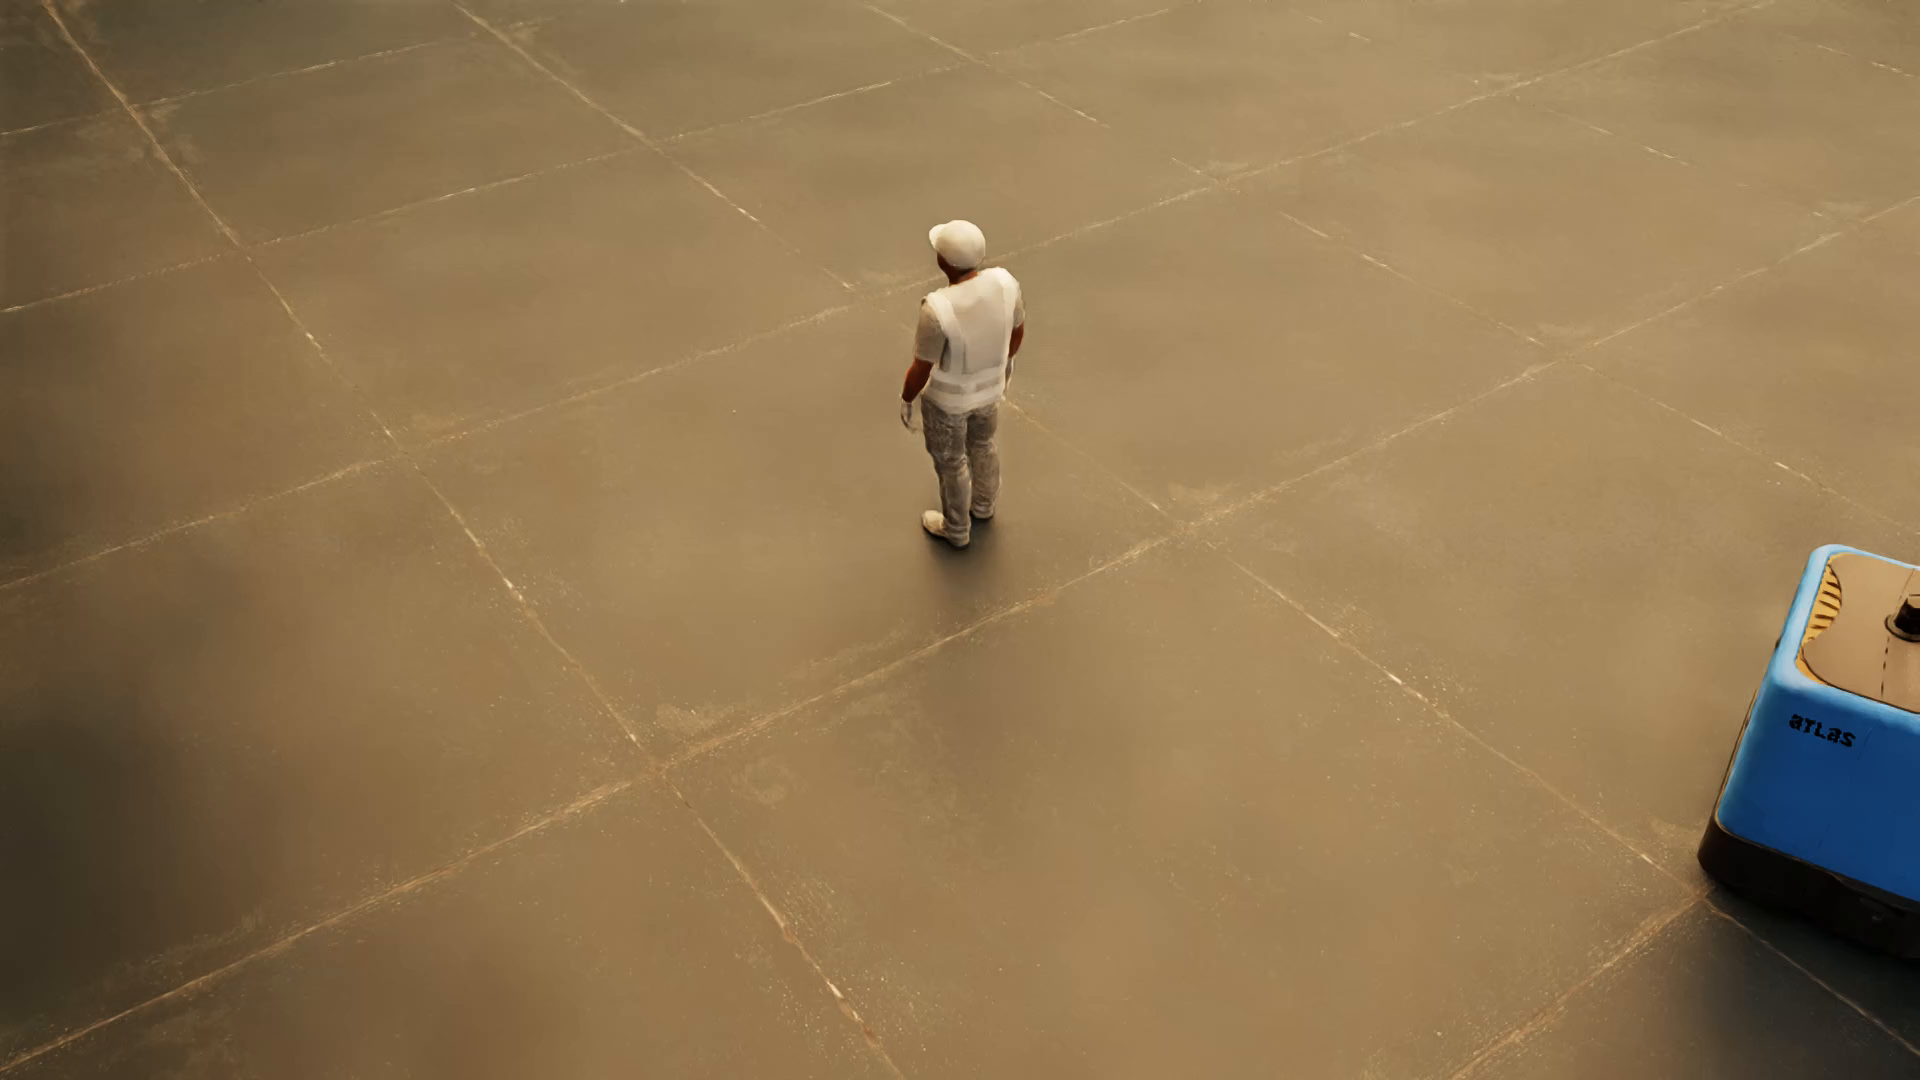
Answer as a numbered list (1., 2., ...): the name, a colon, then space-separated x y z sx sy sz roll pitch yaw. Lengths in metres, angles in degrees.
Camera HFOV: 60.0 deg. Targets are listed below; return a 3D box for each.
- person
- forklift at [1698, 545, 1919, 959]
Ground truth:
1. person: -0.035 -0.760 7.927 0.654 1.782 0.576 -23 42 -28
2. forklift: 4.442 0.383 5.427 3.031 2.935 1.130 20 41 25
